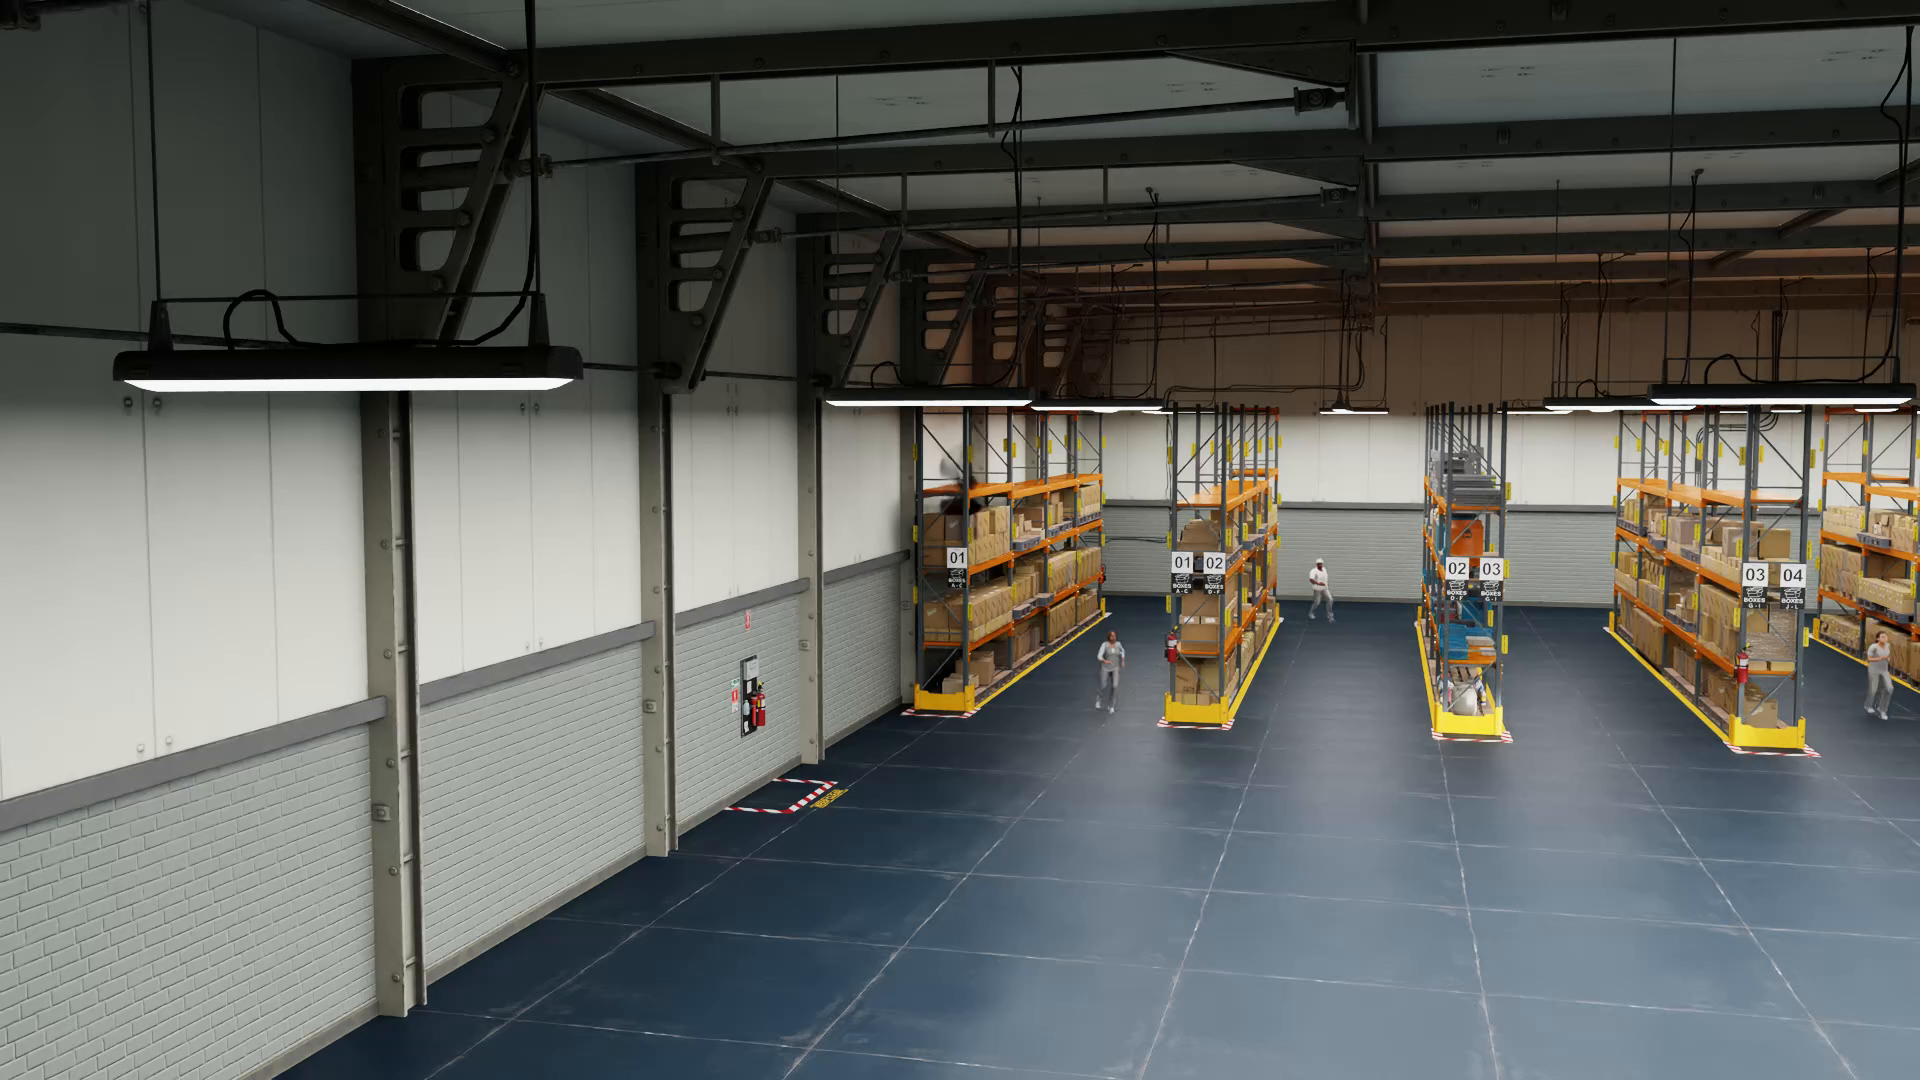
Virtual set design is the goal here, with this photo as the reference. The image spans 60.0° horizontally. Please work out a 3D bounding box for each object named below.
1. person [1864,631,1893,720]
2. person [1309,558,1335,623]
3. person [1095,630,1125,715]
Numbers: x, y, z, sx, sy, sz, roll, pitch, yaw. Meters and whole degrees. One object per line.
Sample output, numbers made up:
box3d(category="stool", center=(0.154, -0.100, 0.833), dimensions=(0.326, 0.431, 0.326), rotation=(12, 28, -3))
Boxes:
box3d(category="person", center=(17.483, 2.565, 31.677), dimensions=(0.538, 1.709, 0.810), rotation=(0, 4, 4))
box3d(category="person", center=(10.097, 1.410, 46.627), dimensions=(0.702, 1.802, 0.813), rotation=(-2, 5, -28))
box3d(category="person", center=(2.932, 2.561, 32.255), dimensions=(0.582, 1.652, 0.704), rotation=(-1, 4, -7))
